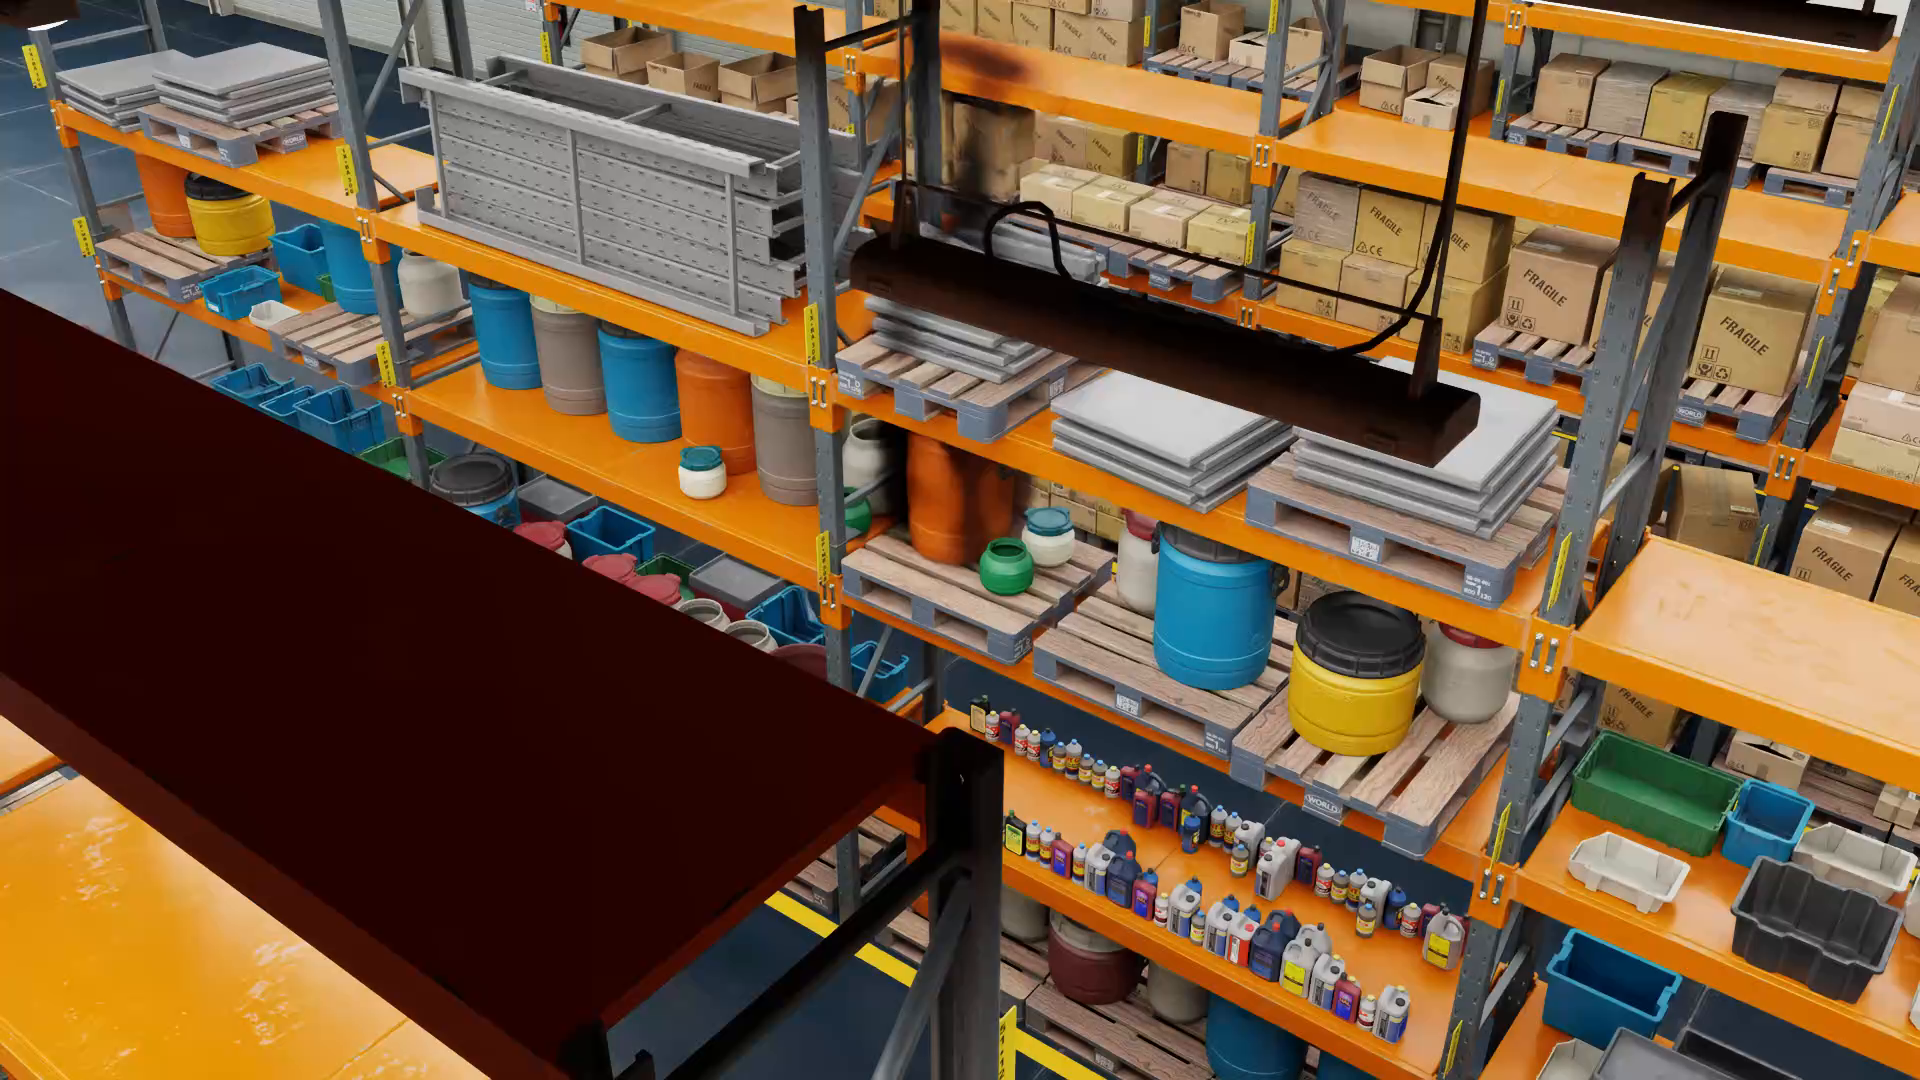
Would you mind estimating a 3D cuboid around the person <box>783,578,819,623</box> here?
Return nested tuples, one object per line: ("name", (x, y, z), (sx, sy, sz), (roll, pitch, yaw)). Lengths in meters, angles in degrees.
("person", (-1.429, 0.255, 13.320), (0.746, 1.715, 1.025), (-24, 39, -34))
